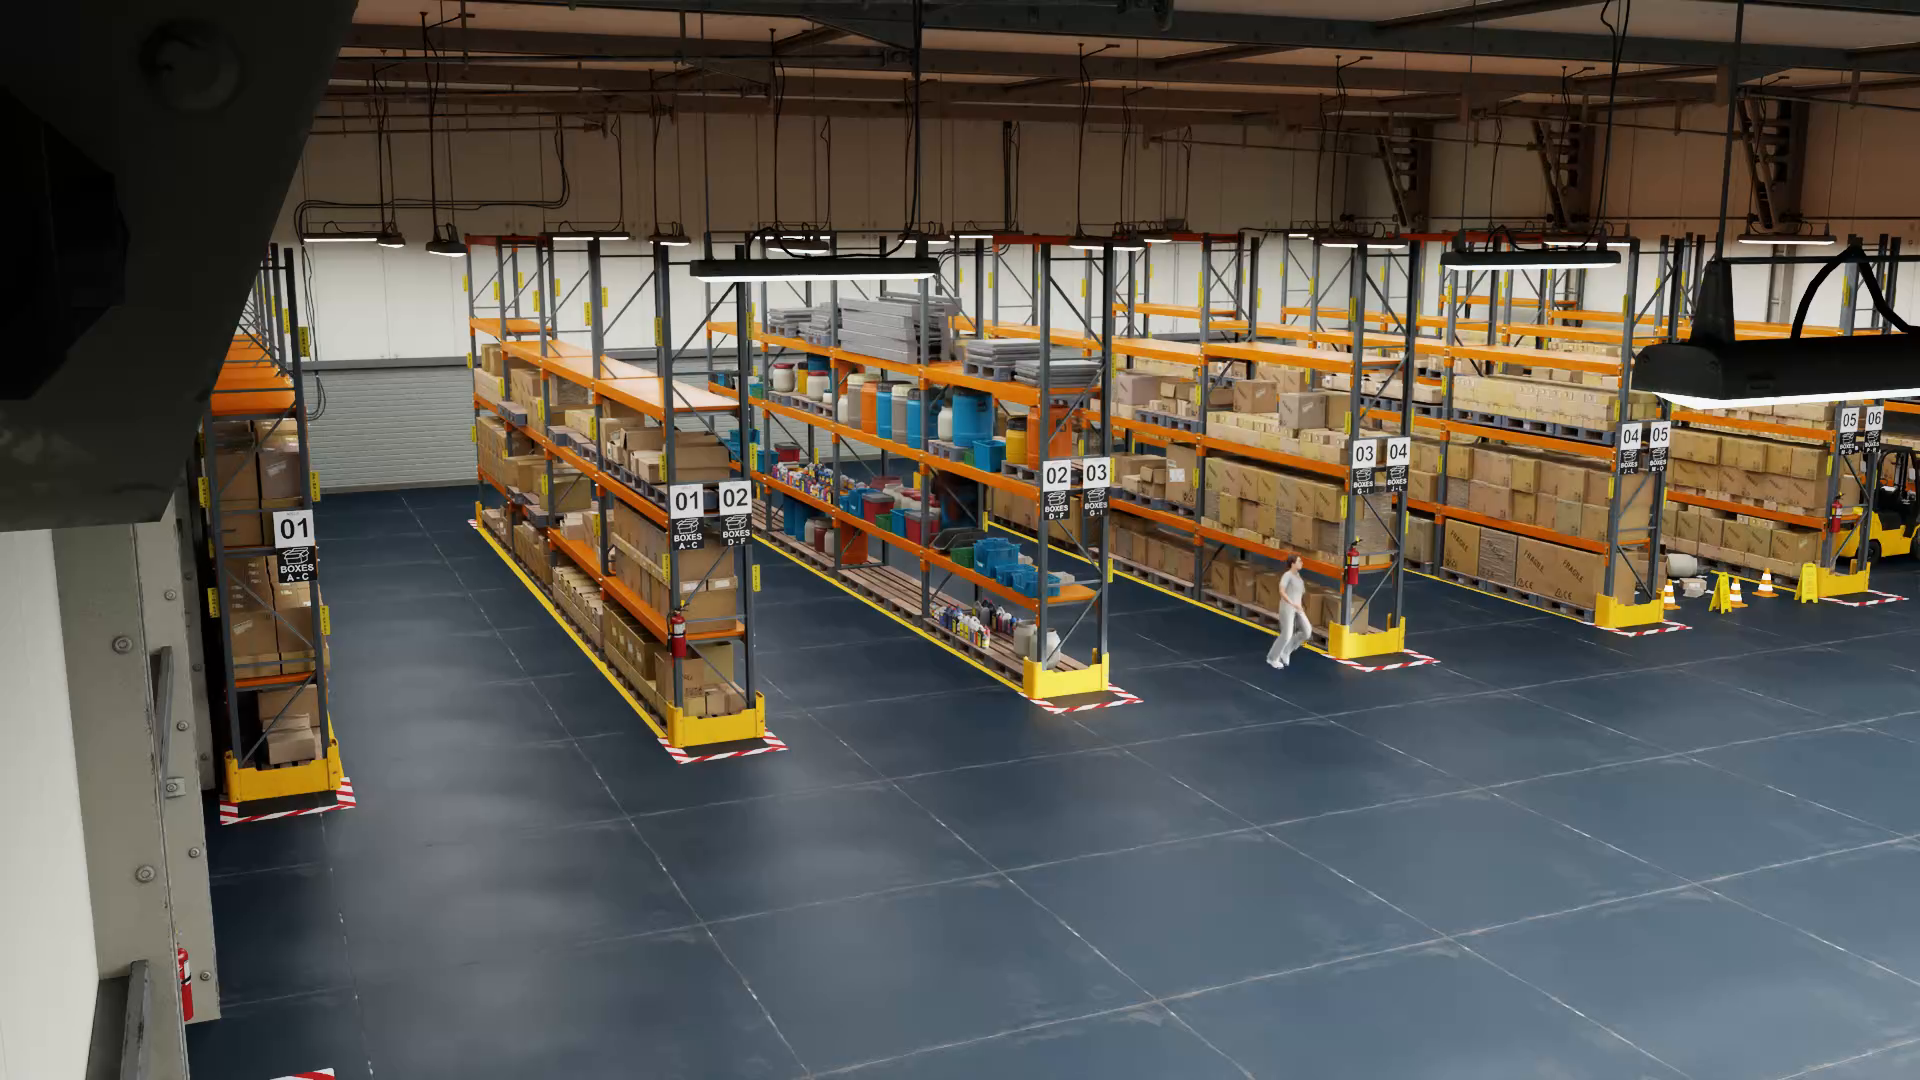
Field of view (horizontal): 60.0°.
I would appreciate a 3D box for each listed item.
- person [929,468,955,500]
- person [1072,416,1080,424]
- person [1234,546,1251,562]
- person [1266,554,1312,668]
[{"bbox_3d":[-0.292,-0.634,32.016,0.656,1.669,0.582,-9,14,-37],"label":"person"},{"bbox_3d":[2.743,-2.333,41.143,0.507,1.526,0.646,-10,15,-43],"label":"person"},{"bbox_3d":[5.301,-0.398,30.594,0.668,1.765,0.628,-8,13,-35],"label":"person"},{"bbox_3d":[4.757,0.965,23.737,0.579,1.543,0.621,9,14,40],"label":"person"}]
